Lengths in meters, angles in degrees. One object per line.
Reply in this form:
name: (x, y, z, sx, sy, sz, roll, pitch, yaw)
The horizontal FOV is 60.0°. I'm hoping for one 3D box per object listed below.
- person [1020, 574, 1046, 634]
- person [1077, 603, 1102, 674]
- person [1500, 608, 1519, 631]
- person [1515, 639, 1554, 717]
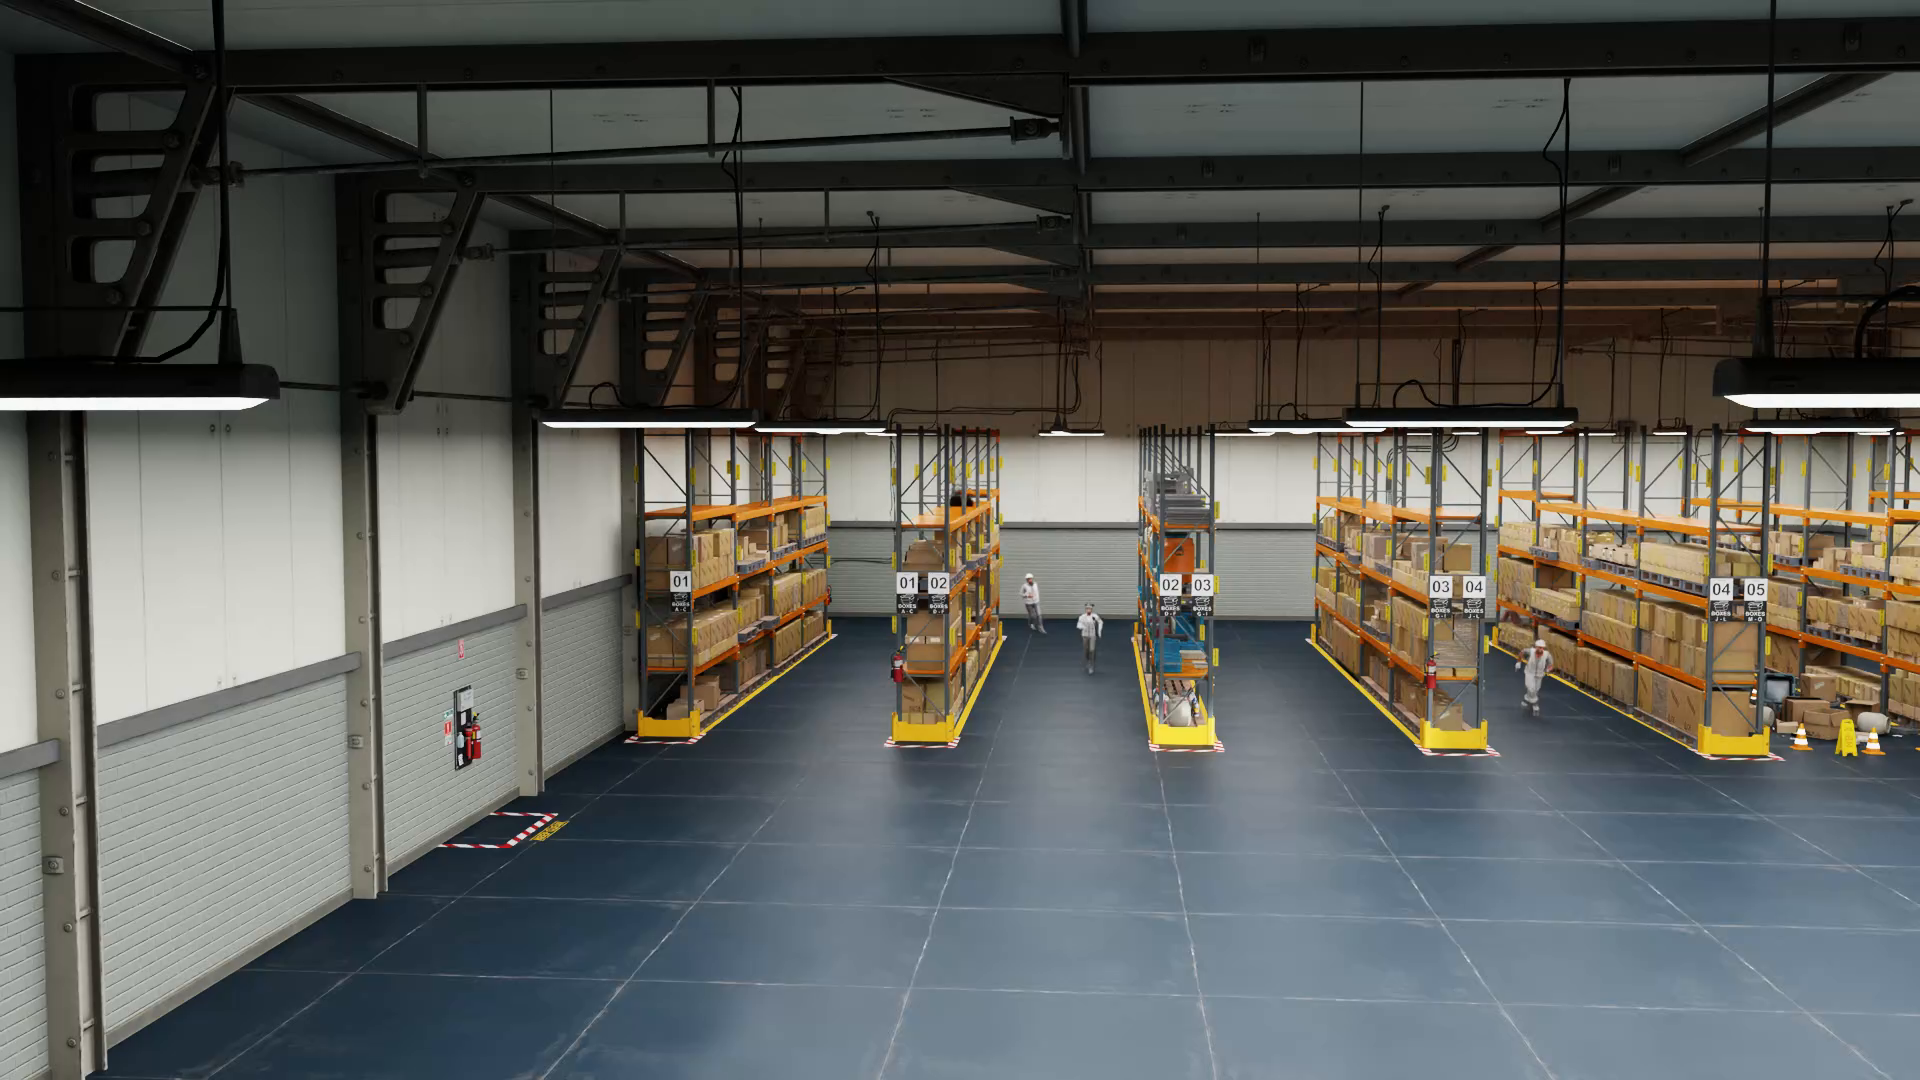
person: (2.089, 1.860, 49.190, 0.706, 1.757, 0.894, -1, 4, -17)
person: (3.169, 2.398, 40.747, 0.590, 1.747, 0.829, 1, 4, 11)
person: (15.669, 2.035, 47.196, 0.786, 1.721, 0.550, -1, 4, -10)
person: (11.863, 2.806, 34.348, 0.680, 1.594, 1.119, 0, 3, 5)
